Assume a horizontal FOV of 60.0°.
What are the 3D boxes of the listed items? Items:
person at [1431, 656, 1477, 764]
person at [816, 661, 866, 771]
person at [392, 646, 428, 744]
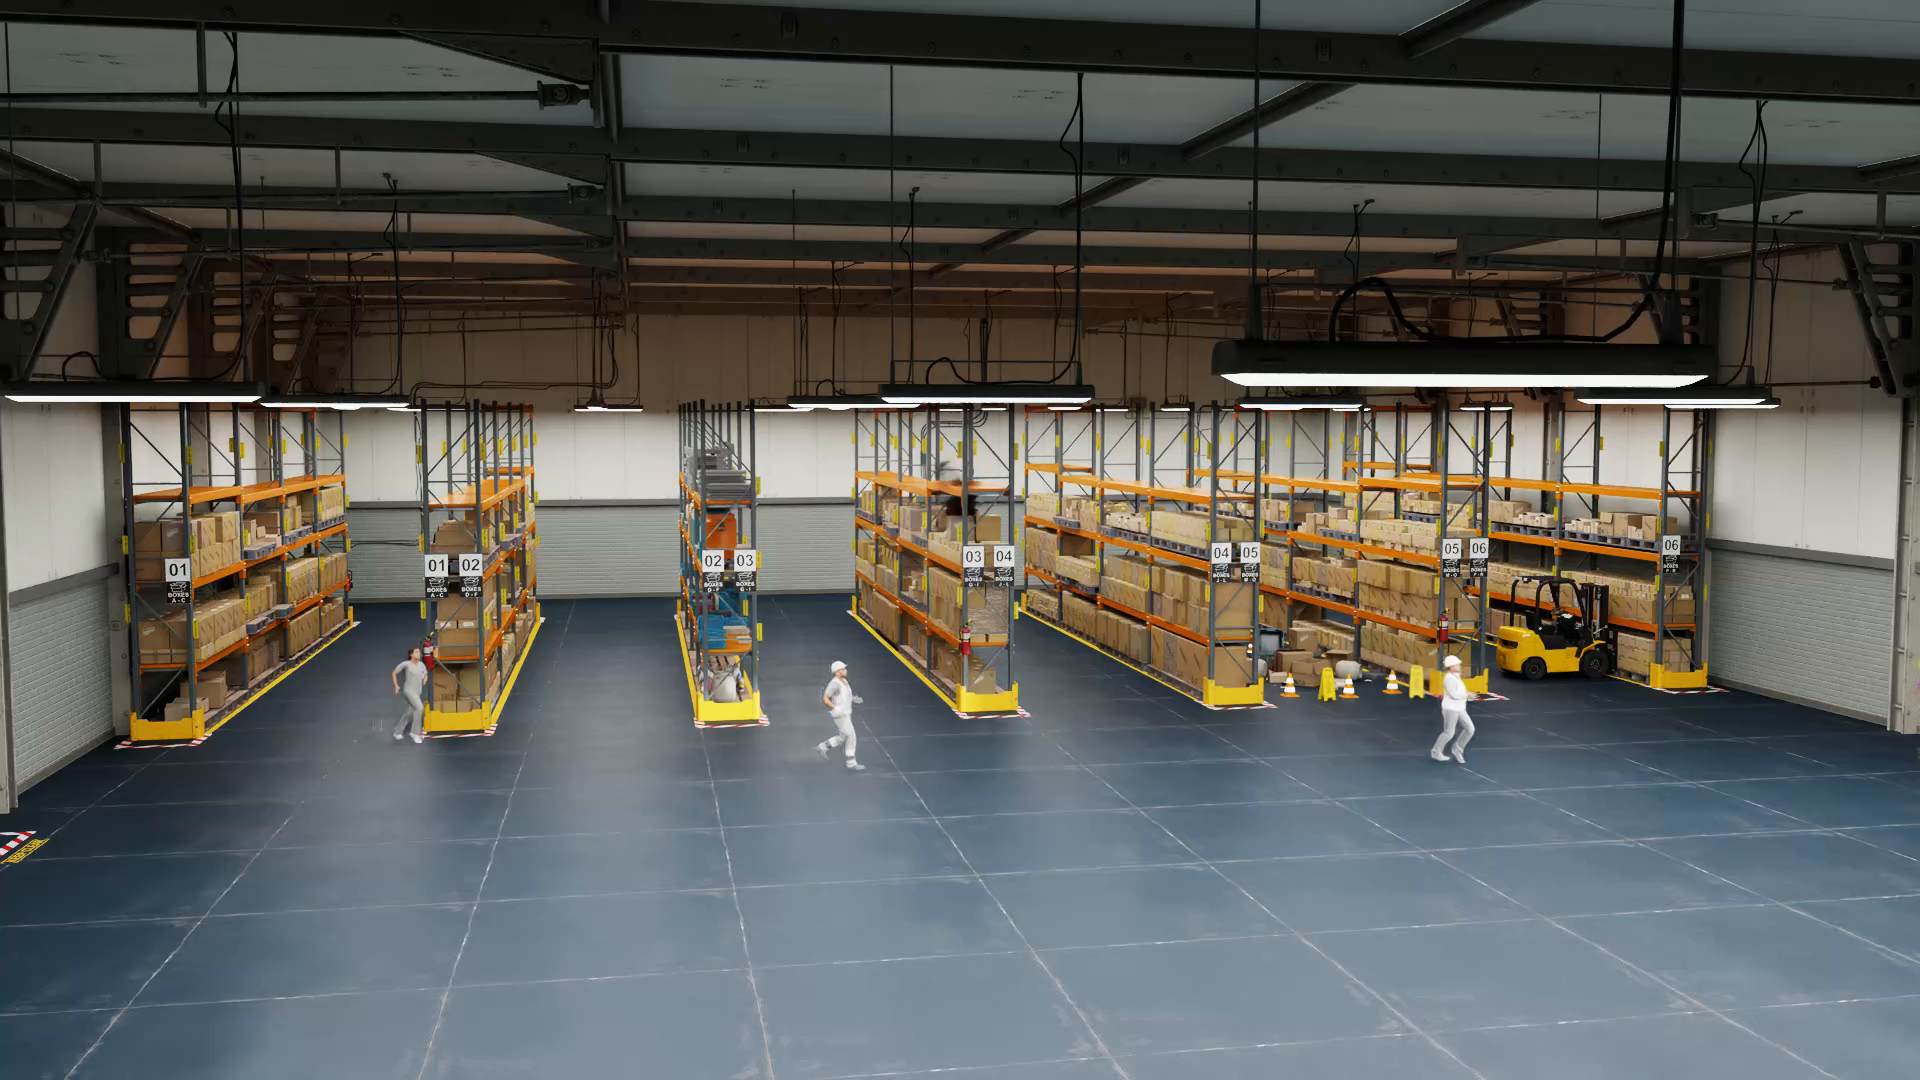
[{"bbox_3d":[8.097,2.791,27.220,0.721,1.806,0.625,3,5,32],"label":"person"},{"bbox_3d":[-1.938,2.826,26.761,0.868,1.760,0.669,1,4,13],"label":"person"},{"bbox_3d":[-9.570,2.690,29.138,0.732,1.652,0.567,2,5,29],"label":"person"}]
